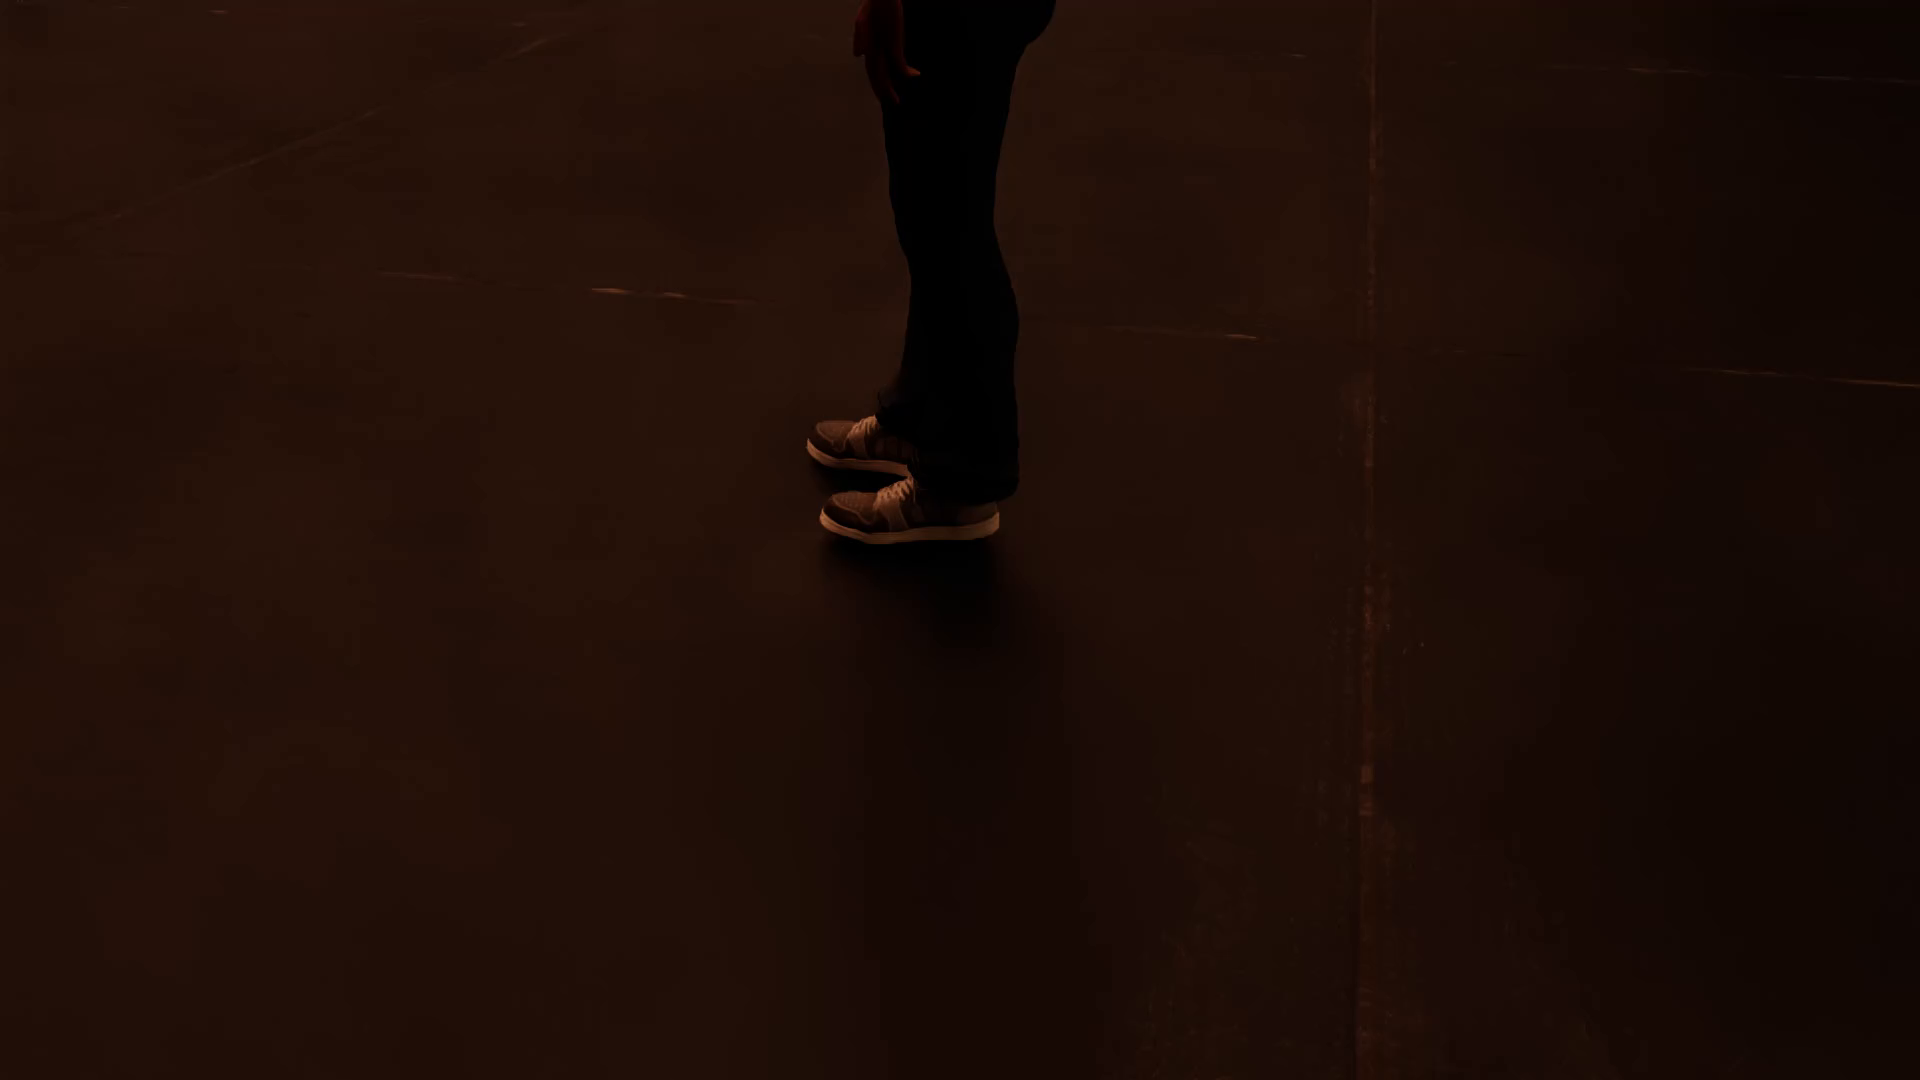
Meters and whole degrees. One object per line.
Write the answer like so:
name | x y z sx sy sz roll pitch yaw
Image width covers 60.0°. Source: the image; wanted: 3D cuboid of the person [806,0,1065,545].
person | -0.069 -0.733 2.164 0.474 1.597 0.520 6 27 11
